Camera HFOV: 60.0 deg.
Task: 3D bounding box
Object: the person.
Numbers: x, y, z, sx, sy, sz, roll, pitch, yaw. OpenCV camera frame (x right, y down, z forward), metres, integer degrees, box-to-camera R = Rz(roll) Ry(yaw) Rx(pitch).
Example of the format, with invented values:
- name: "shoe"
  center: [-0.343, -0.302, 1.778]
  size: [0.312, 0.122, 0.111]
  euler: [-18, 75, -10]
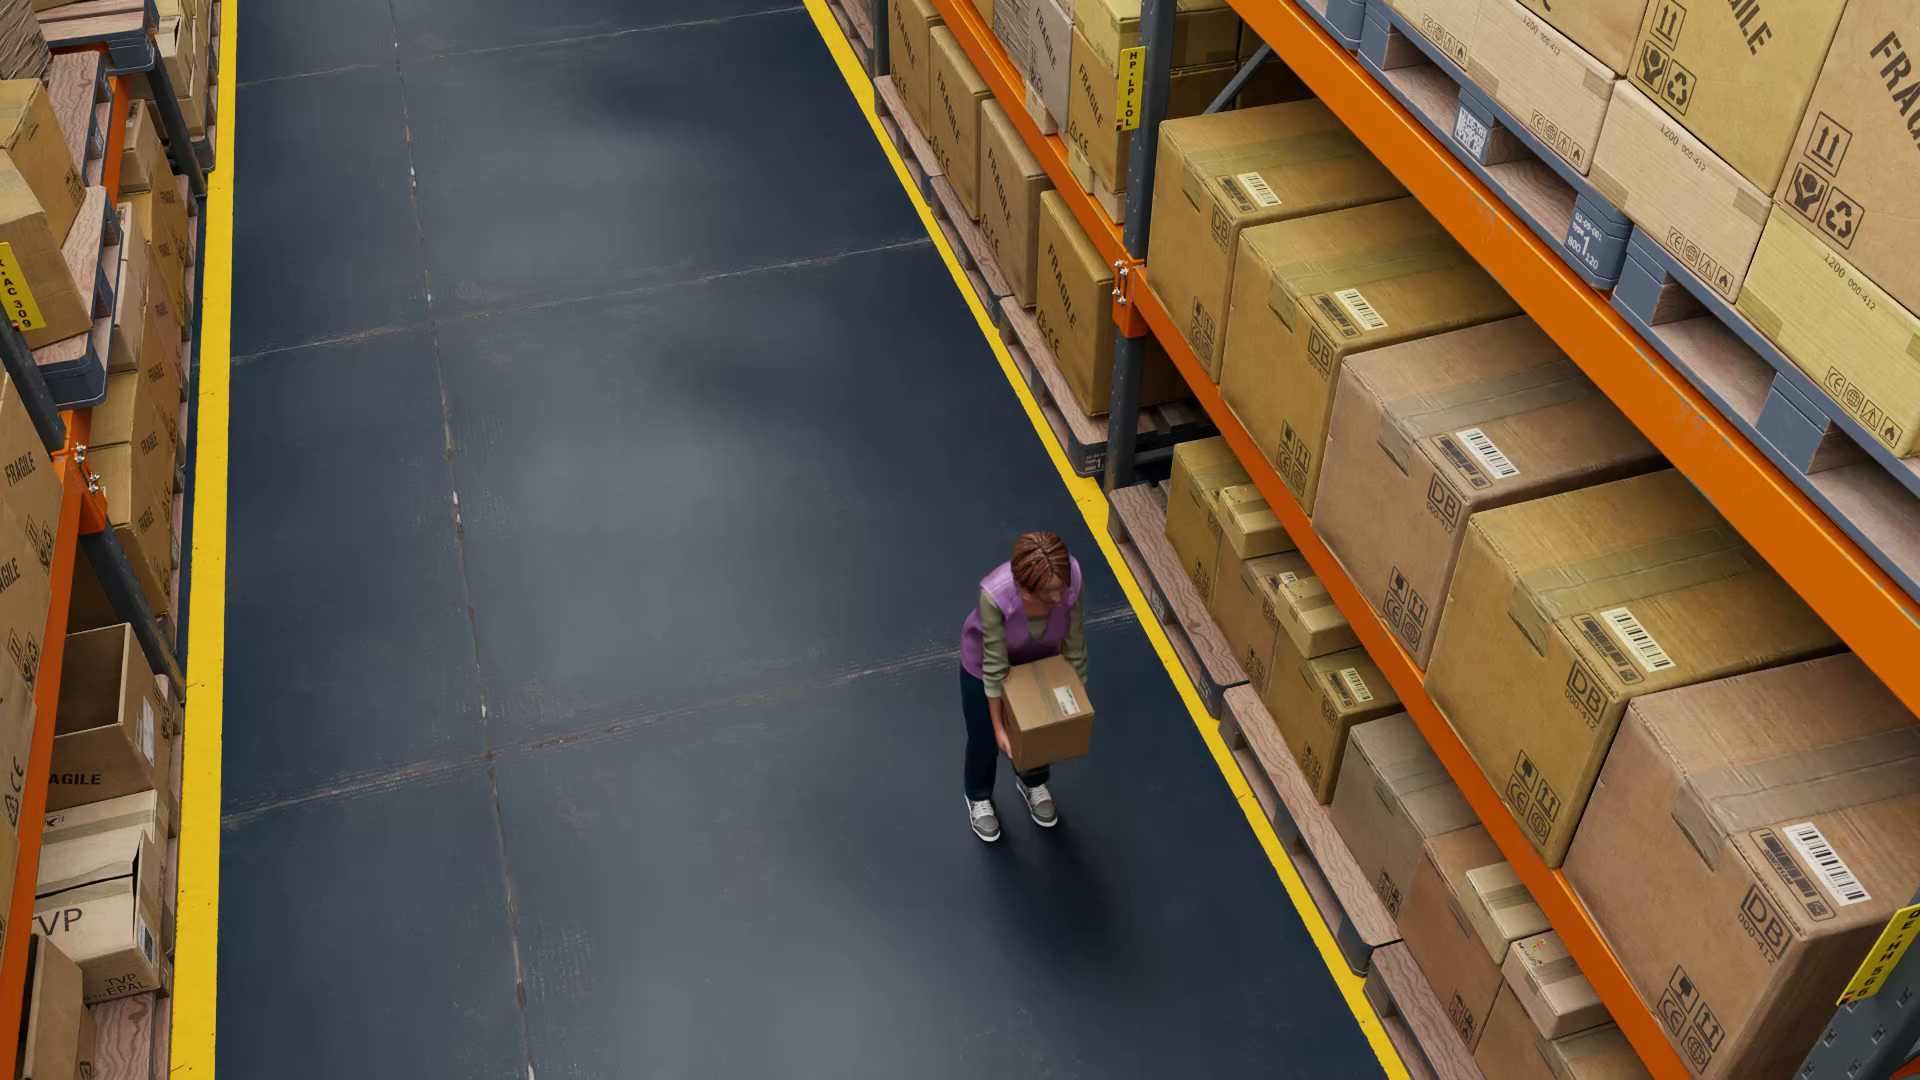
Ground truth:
- name: "person"
  center: [0.211, 0.480, 5.681]
  size: [0.376, 1.562, 0.533]
  euler: [-13, 44, -13]
